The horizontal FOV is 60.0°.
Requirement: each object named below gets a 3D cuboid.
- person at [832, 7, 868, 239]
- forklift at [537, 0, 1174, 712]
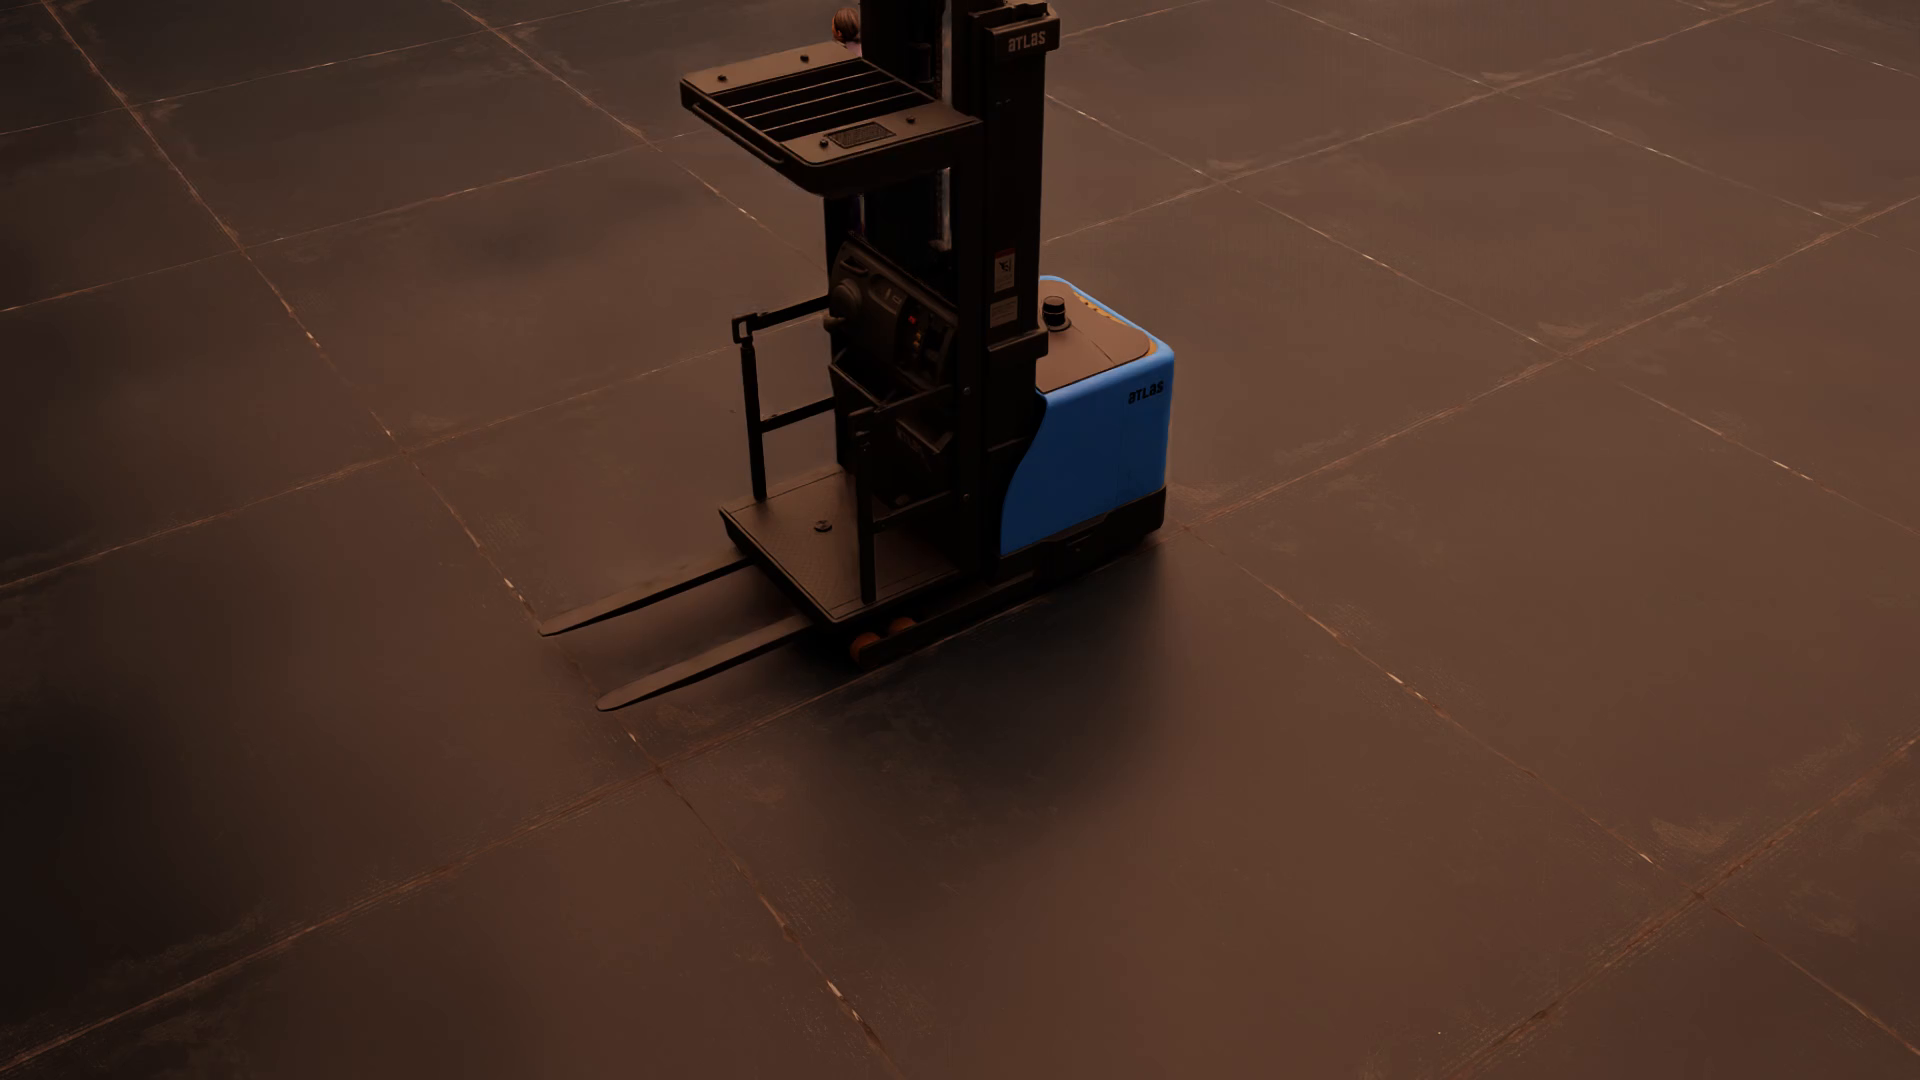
[{"bbox_3d":[-0.702,-2.601,10.530,0.598,1.651,0.502,-22,42,-26],"label":"person"},{"bbox_3d":[-0.473,-0.948,7.227,3.031,2.935,1.130,-22,42,-27],"label":"forklift"}]
